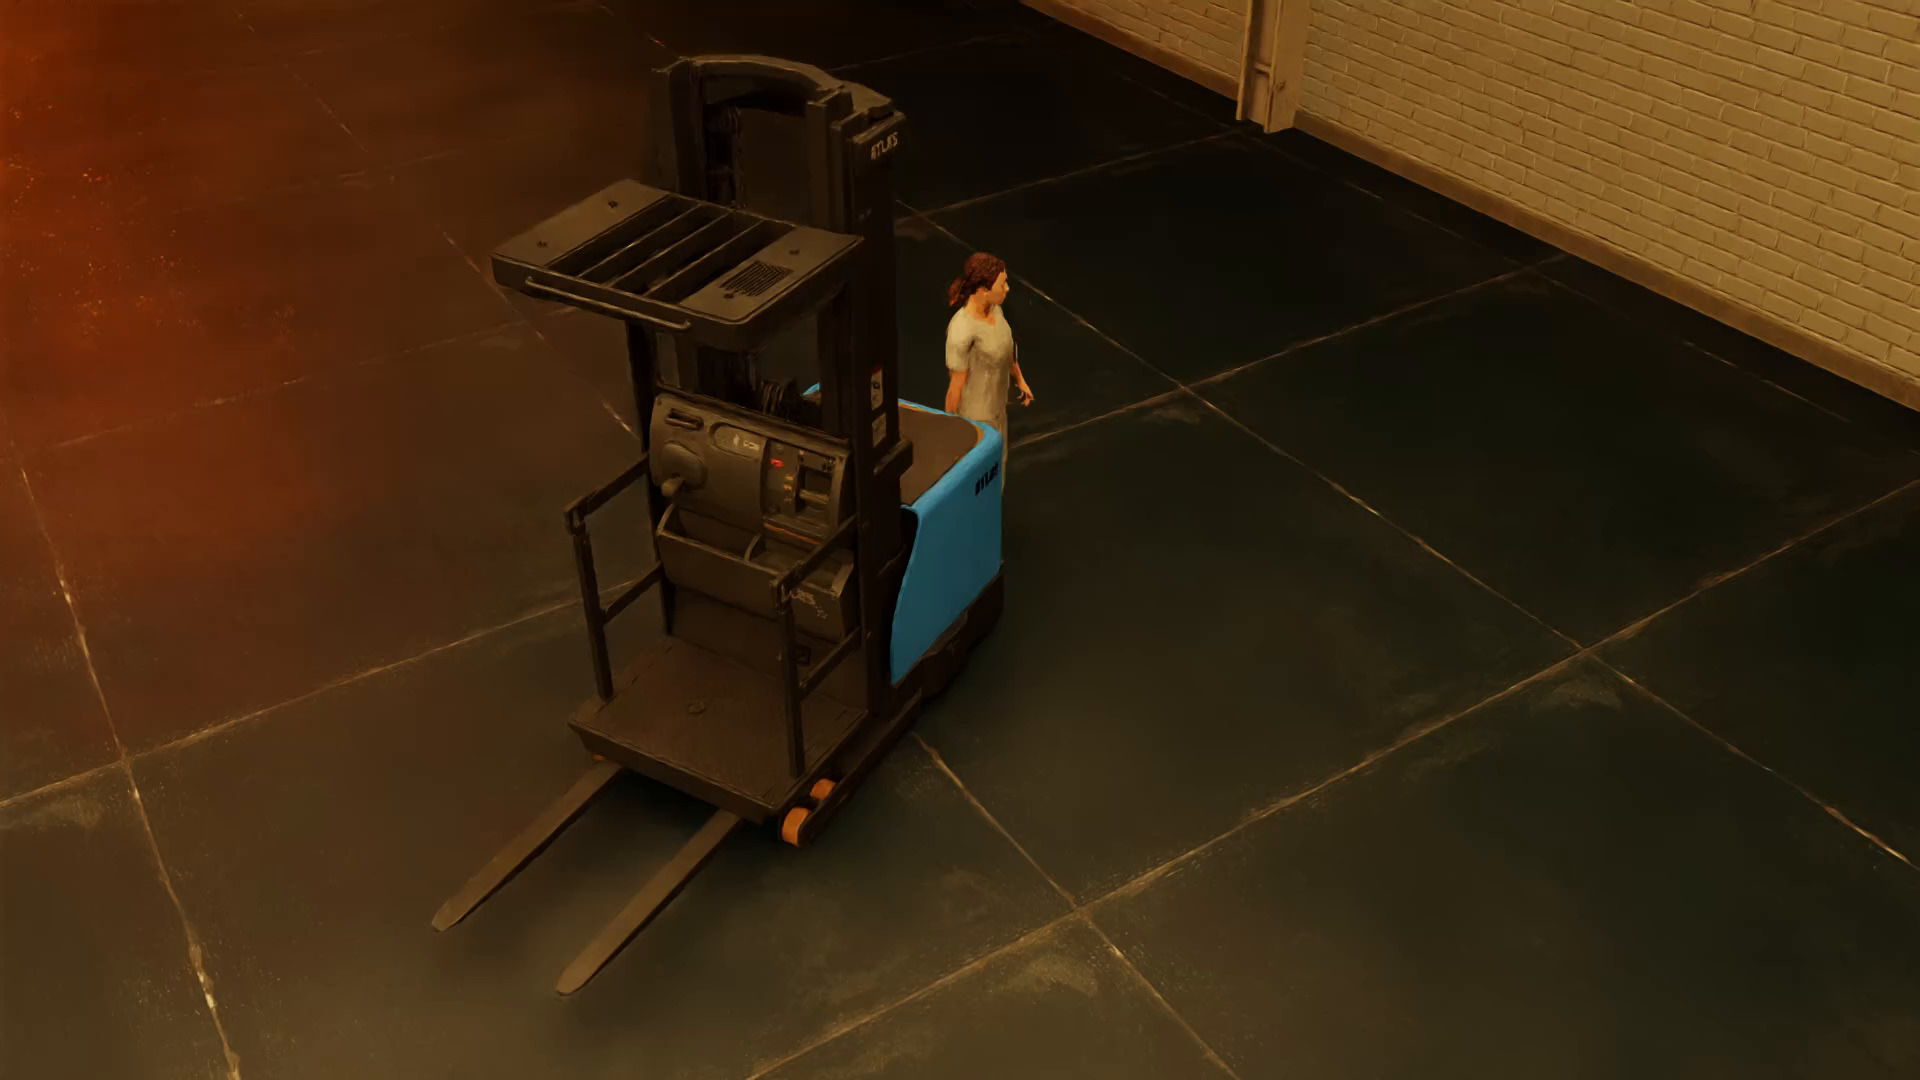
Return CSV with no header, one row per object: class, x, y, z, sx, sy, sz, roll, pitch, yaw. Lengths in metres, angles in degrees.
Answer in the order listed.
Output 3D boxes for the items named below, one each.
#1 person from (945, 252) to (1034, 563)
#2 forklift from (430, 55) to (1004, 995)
person,0.099,-0.660,8.210,0.421,1.654,0.577,13,37,18
forklift,-0.956,-0.232,6.478,1.130,2.935,3.031,18,39,24
